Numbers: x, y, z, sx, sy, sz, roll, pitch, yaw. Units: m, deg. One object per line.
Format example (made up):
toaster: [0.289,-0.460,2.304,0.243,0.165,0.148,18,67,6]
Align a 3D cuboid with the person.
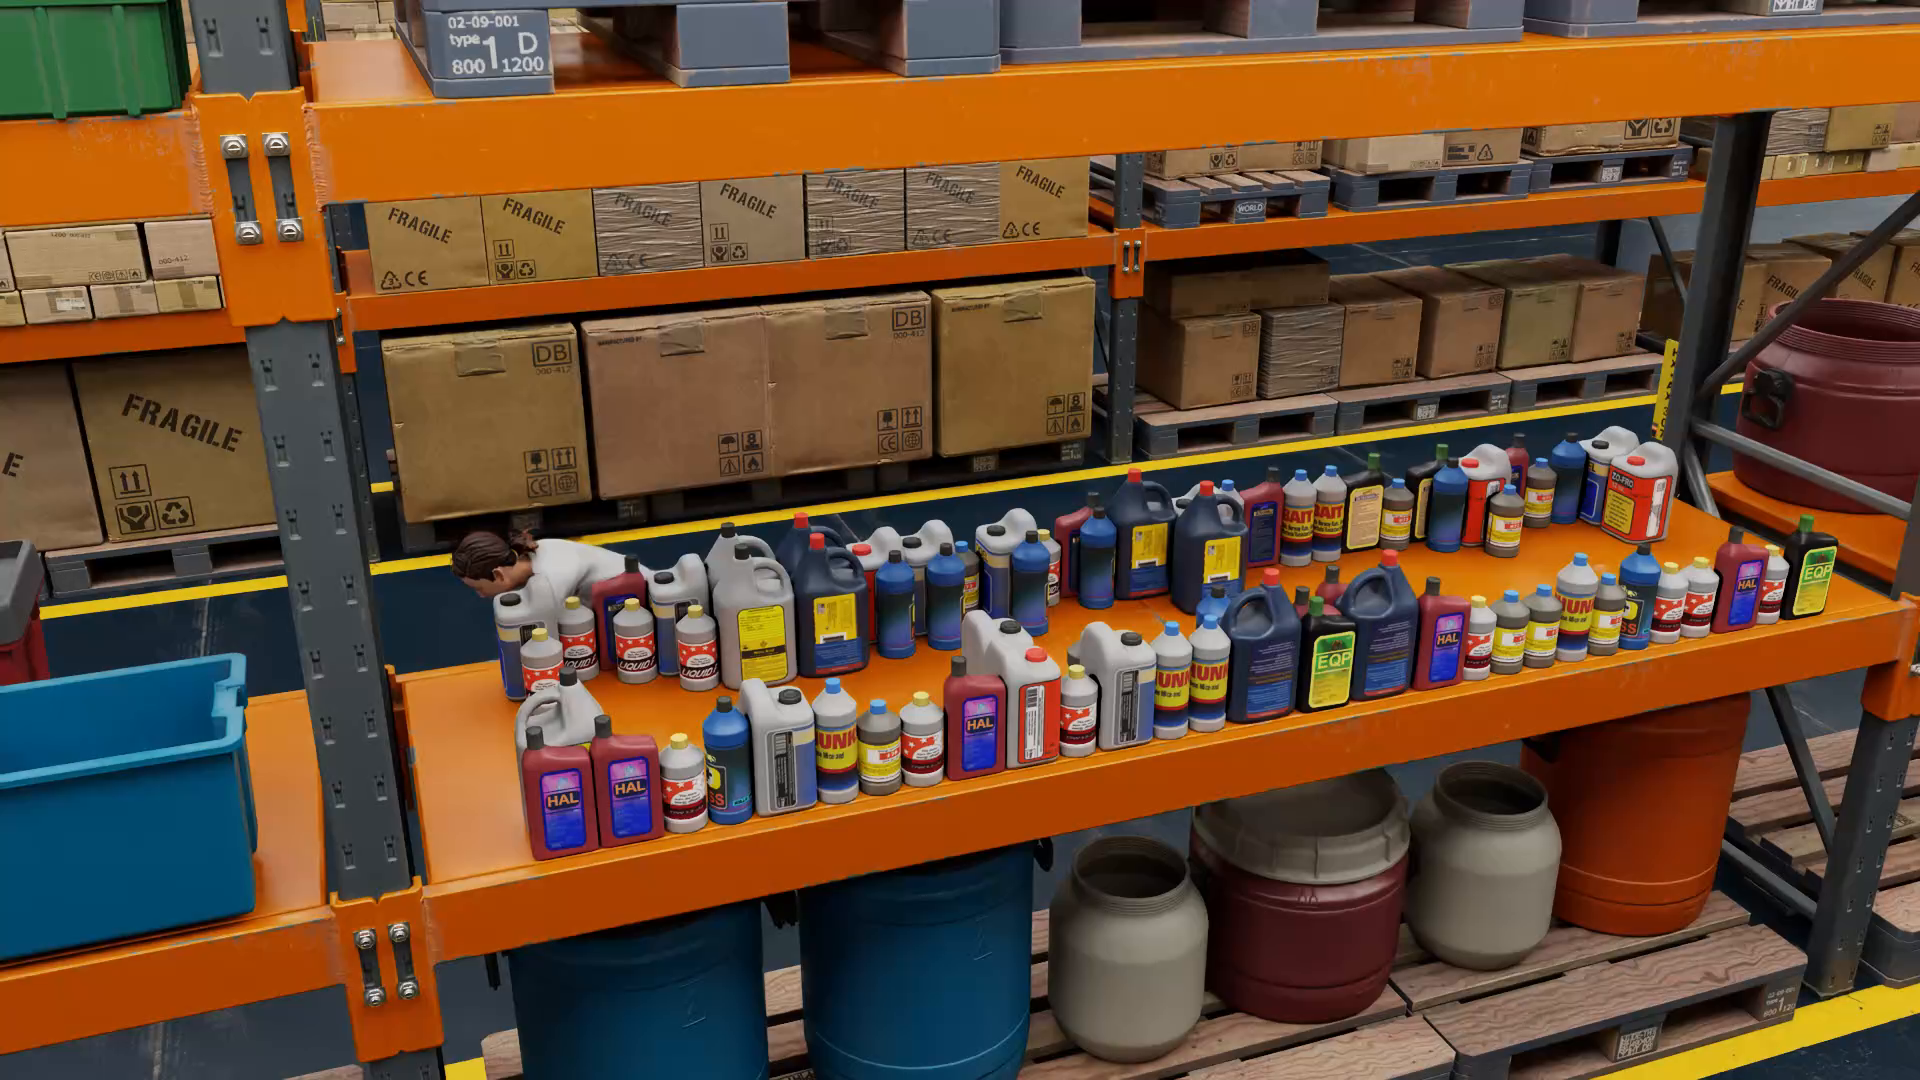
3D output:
person: [-1.437,0.363,6.170,0.791,0.951,0.484,-8,24,-19]
